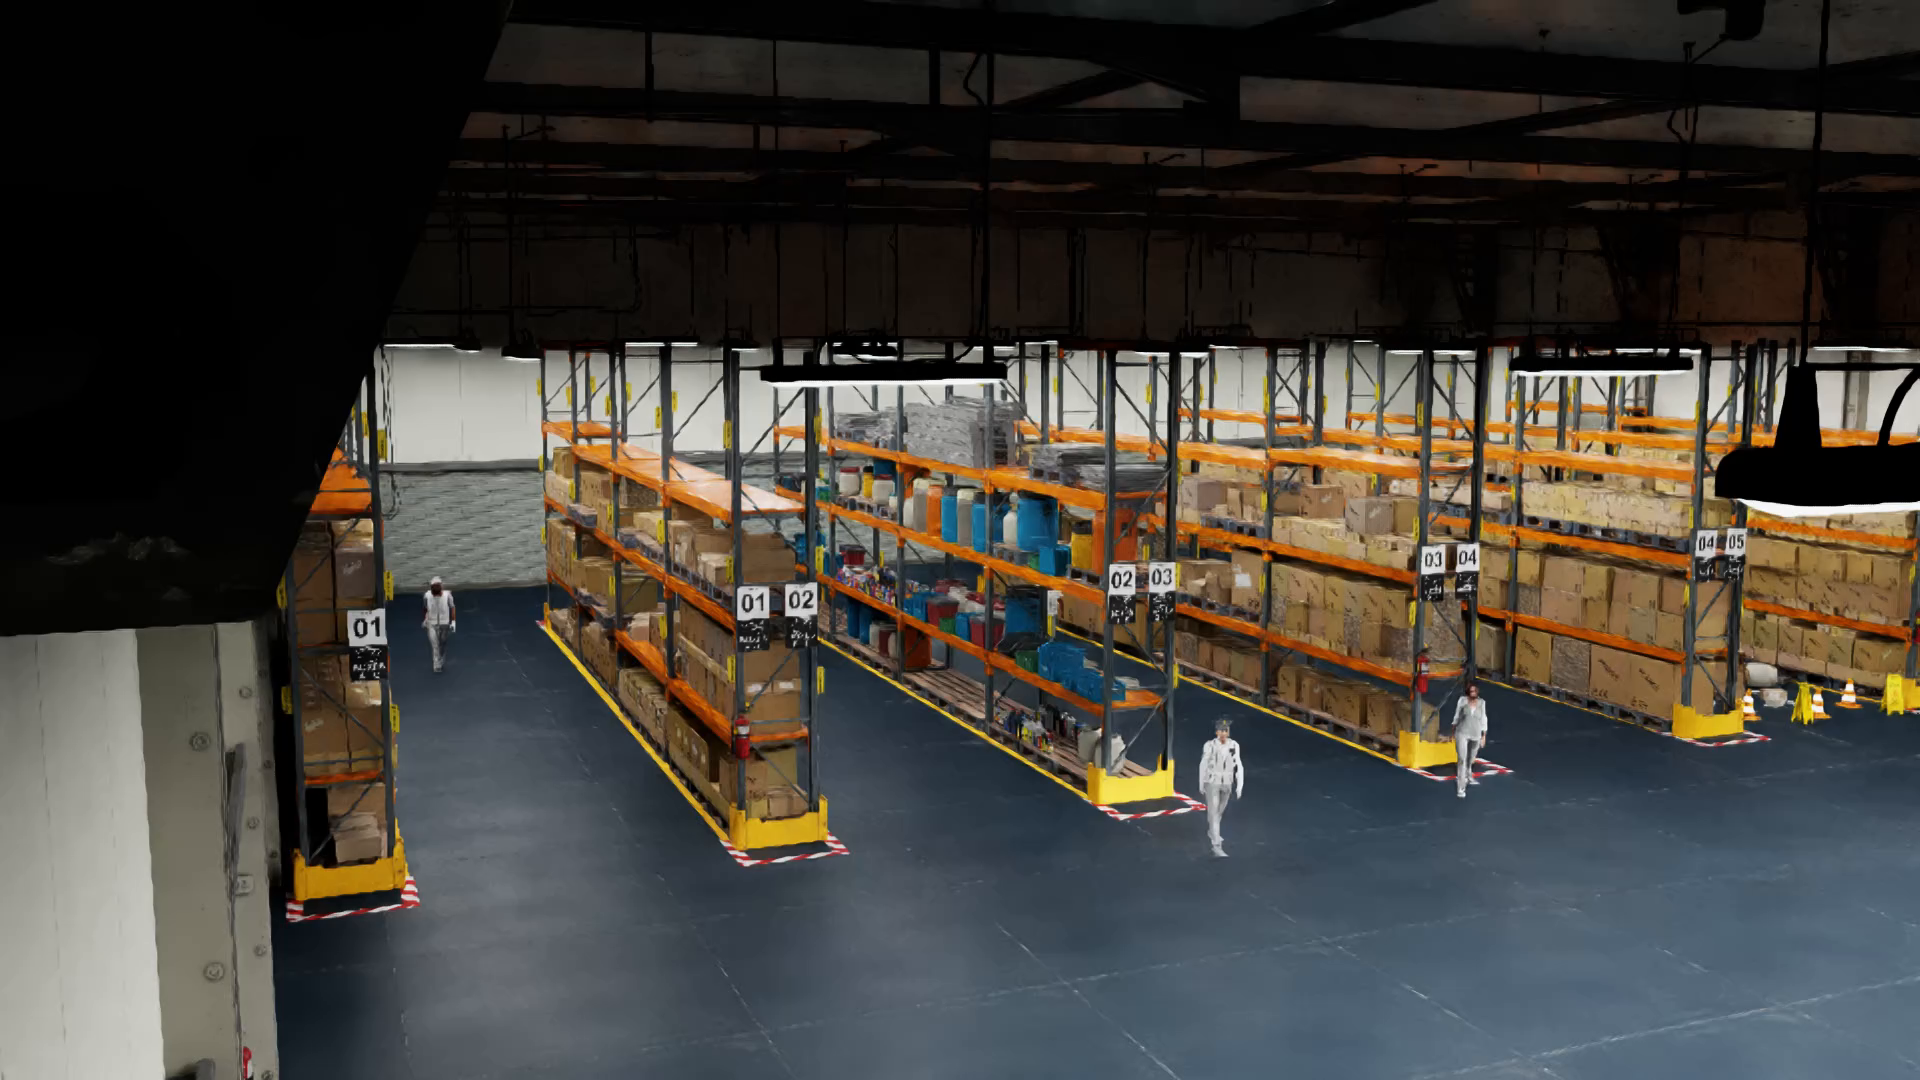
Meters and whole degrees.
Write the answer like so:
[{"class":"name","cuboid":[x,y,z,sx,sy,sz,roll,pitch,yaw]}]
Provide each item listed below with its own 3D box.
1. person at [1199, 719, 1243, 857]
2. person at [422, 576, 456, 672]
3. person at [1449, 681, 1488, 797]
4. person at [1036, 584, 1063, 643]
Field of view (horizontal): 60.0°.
[{"class":"person","cuboid":[3.135,2.914,20.021,0.484,1.620,0.863,-2,8,-12]},{"class":"person","cuboid":[-9.552,1.511,30.508,0.577,1.733,1.042,-3,8,-23]},{"class":"person","cuboid":[6.891,2.648,22.500,0.458,1.543,0.885,0,7,3]},{"class":"person","cuboid":[1.630,1.406,31.437,0.719,1.713,0.578,-3,8,-23]}]
